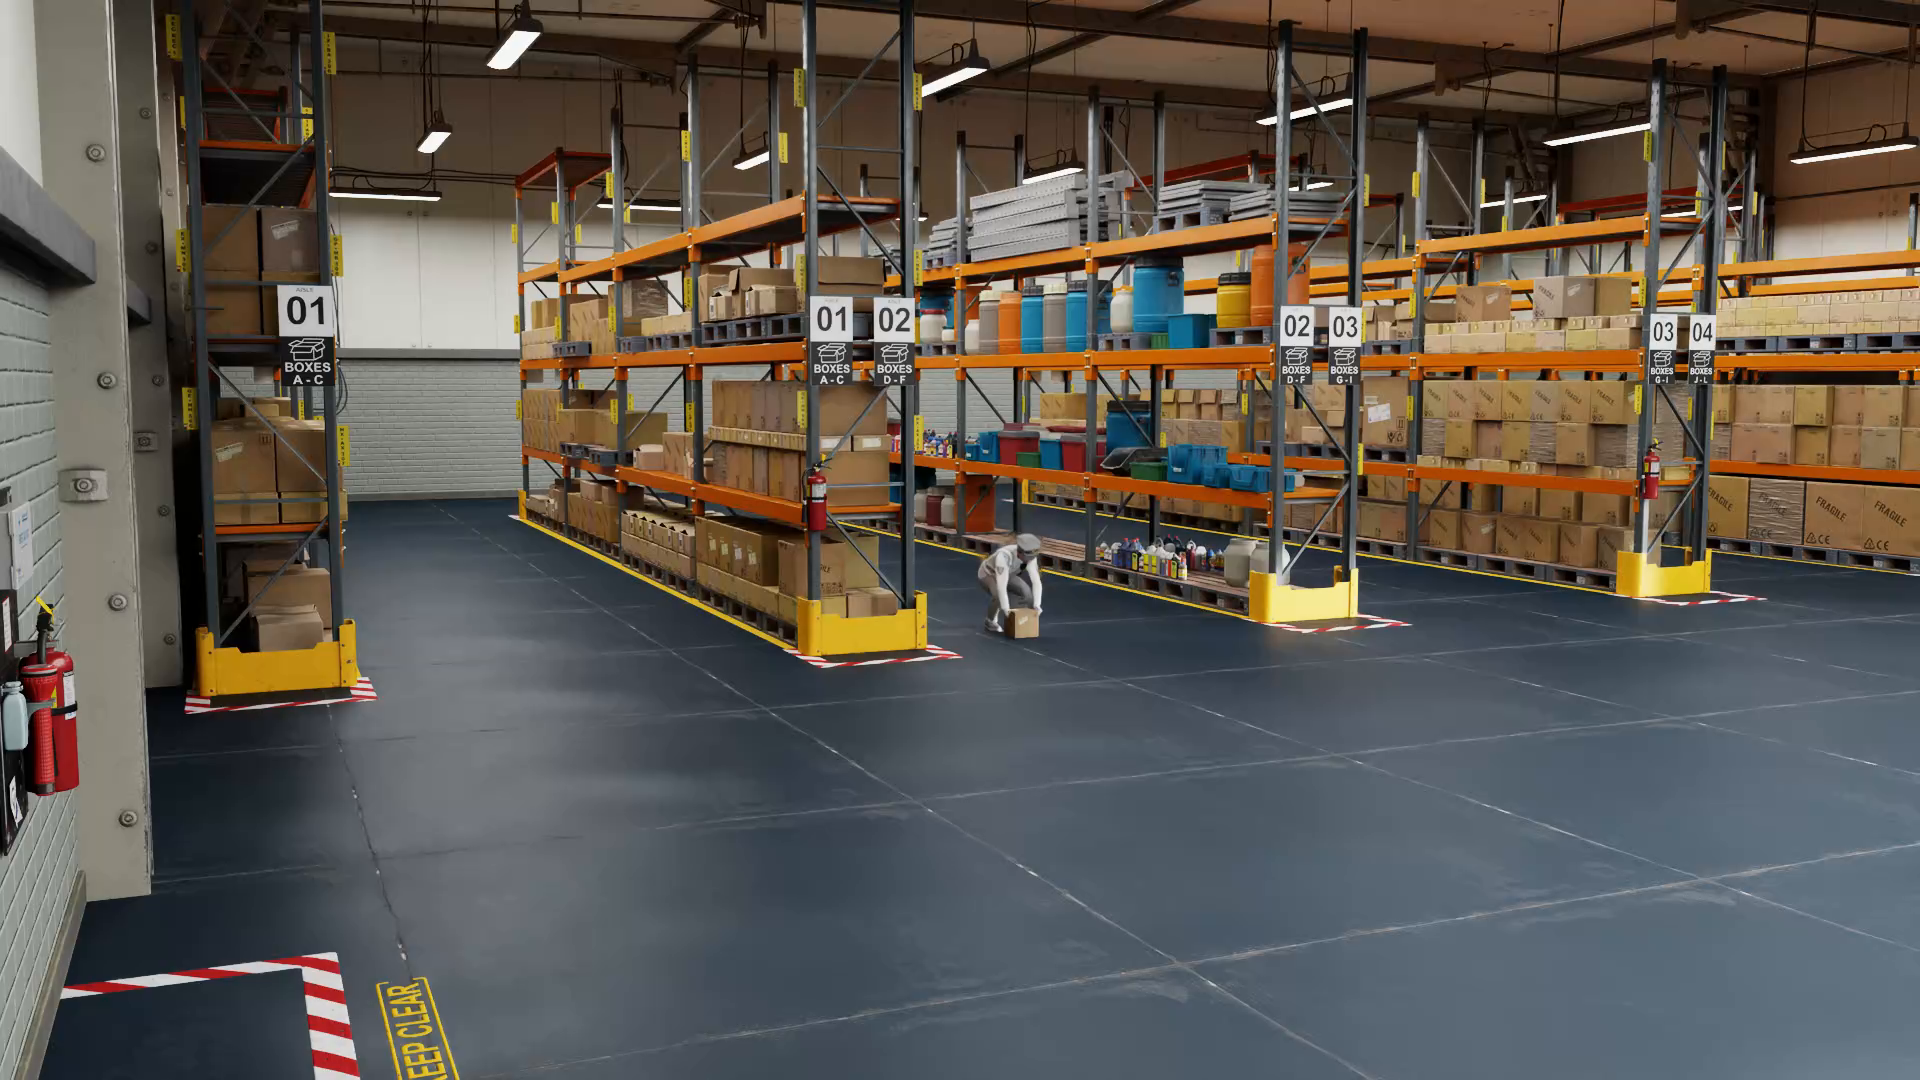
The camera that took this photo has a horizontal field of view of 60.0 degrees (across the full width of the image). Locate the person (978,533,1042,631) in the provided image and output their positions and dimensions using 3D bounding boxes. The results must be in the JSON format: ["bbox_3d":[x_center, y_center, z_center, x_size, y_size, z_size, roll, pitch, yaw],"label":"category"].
[{"bbox_3d":[0.509,0.409,16.333,0.489,0.984,0.845,-2,6,-24],"label":"person"}]
